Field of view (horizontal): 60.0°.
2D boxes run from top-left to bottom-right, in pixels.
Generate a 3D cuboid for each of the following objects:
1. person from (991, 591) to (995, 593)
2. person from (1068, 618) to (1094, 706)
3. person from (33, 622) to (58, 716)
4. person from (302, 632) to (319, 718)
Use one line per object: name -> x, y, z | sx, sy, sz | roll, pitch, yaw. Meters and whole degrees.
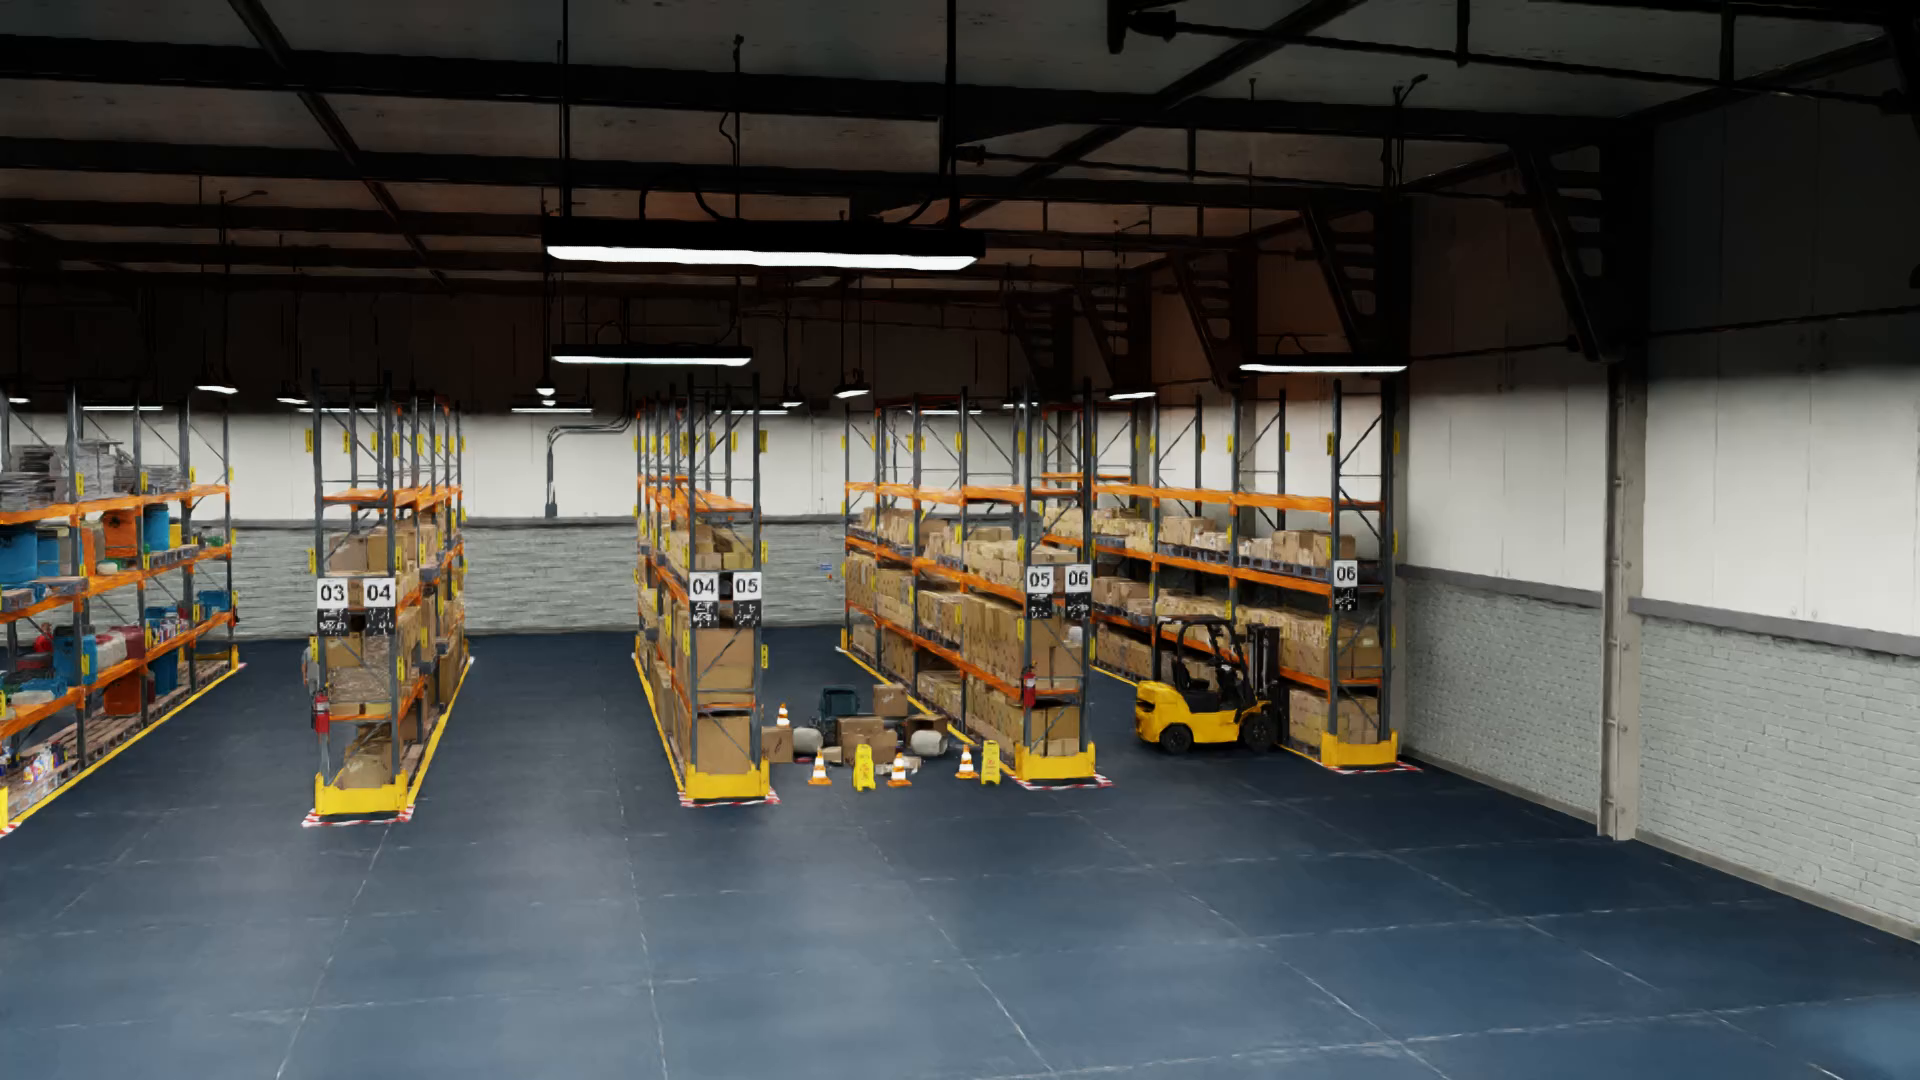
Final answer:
person -> 0.717, 1.957, 38.024 | 0.577, 1.665, 0.554 | 1, 3, 9
person -> 2.338, 2.261, 31.843 | 0.464, 1.772, 0.645 | -3, 4, -39
person -> -16.842, 2.362, 30.627 | 0.592, 1.712, 0.668 | 0, 3, 8
person -> -11.654, 2.456, 30.042 | 0.446, 1.590, 1.110 | -1, 3, -11
